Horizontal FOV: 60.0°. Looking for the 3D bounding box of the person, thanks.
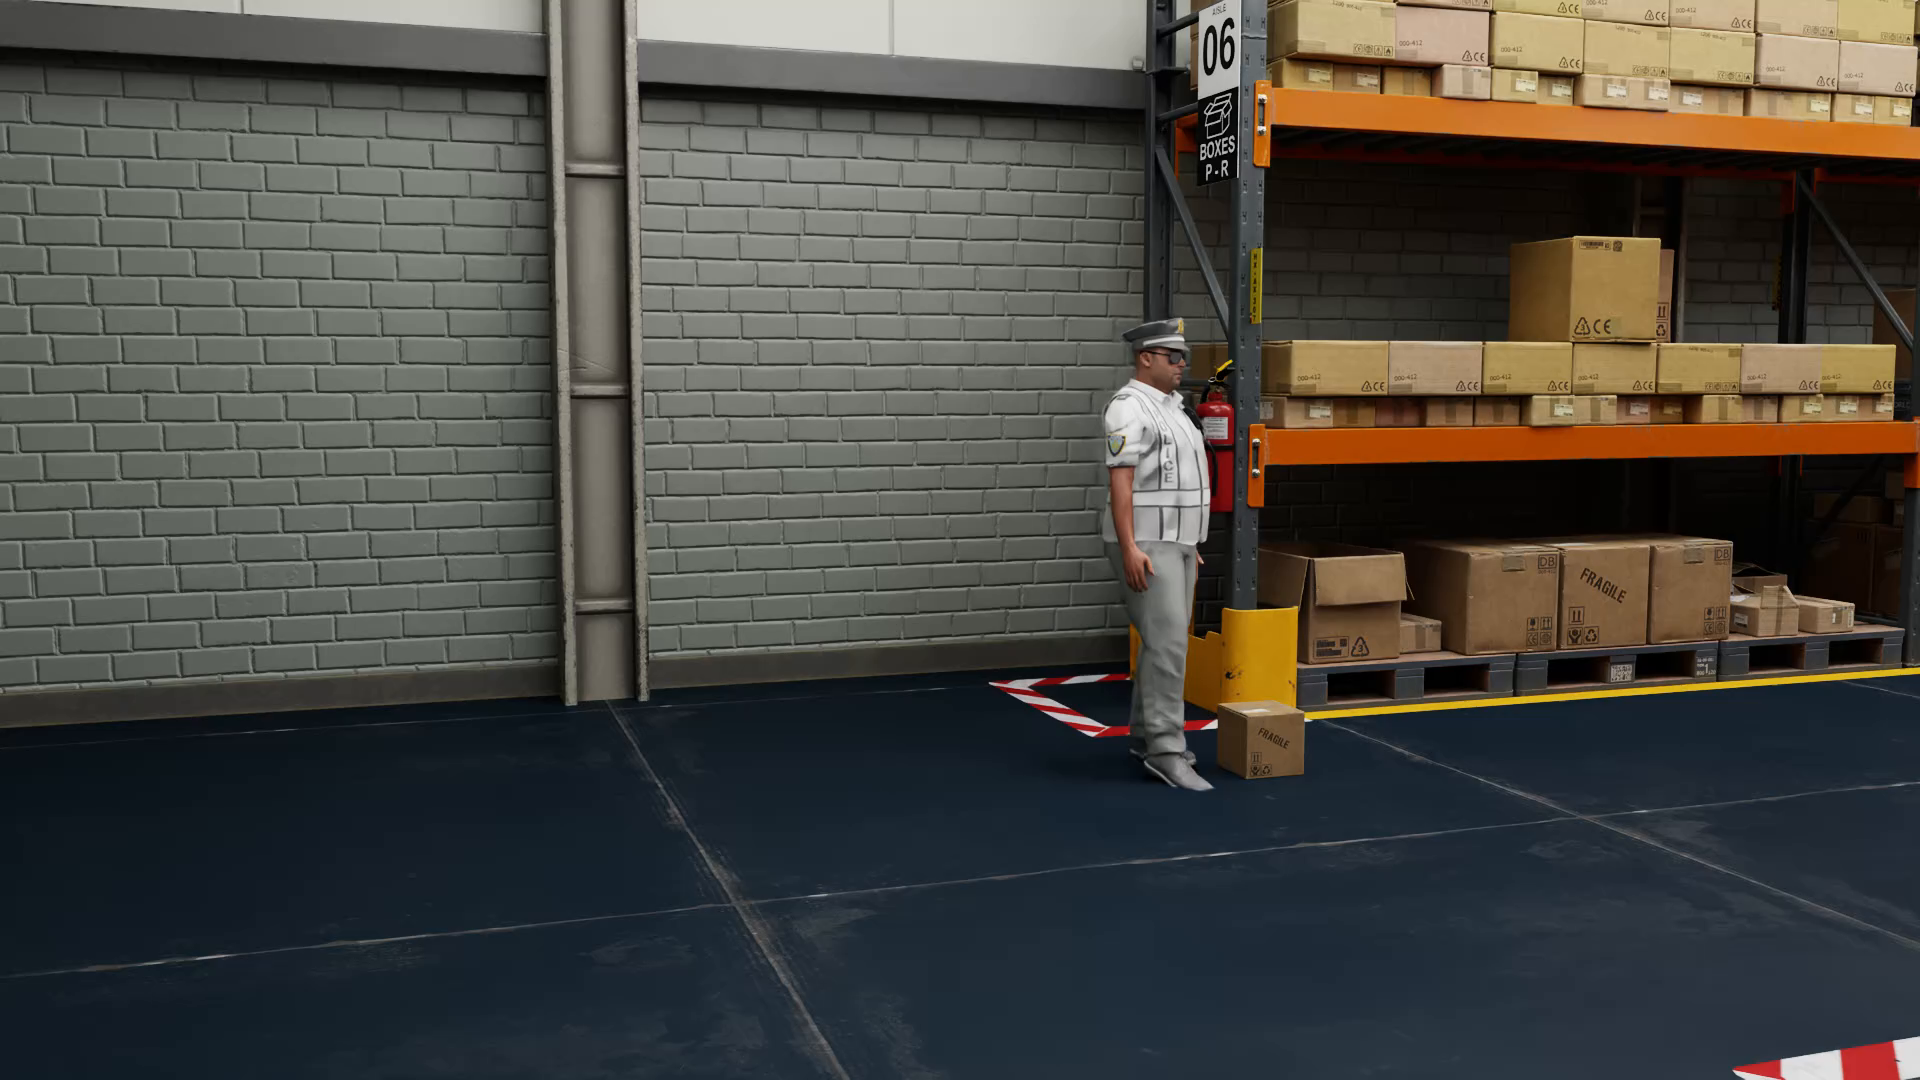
[{"bbox_3d":[0.835,0.050,6.481,0.546,1.799,0.555,3,7,31],"label":"person"}]
